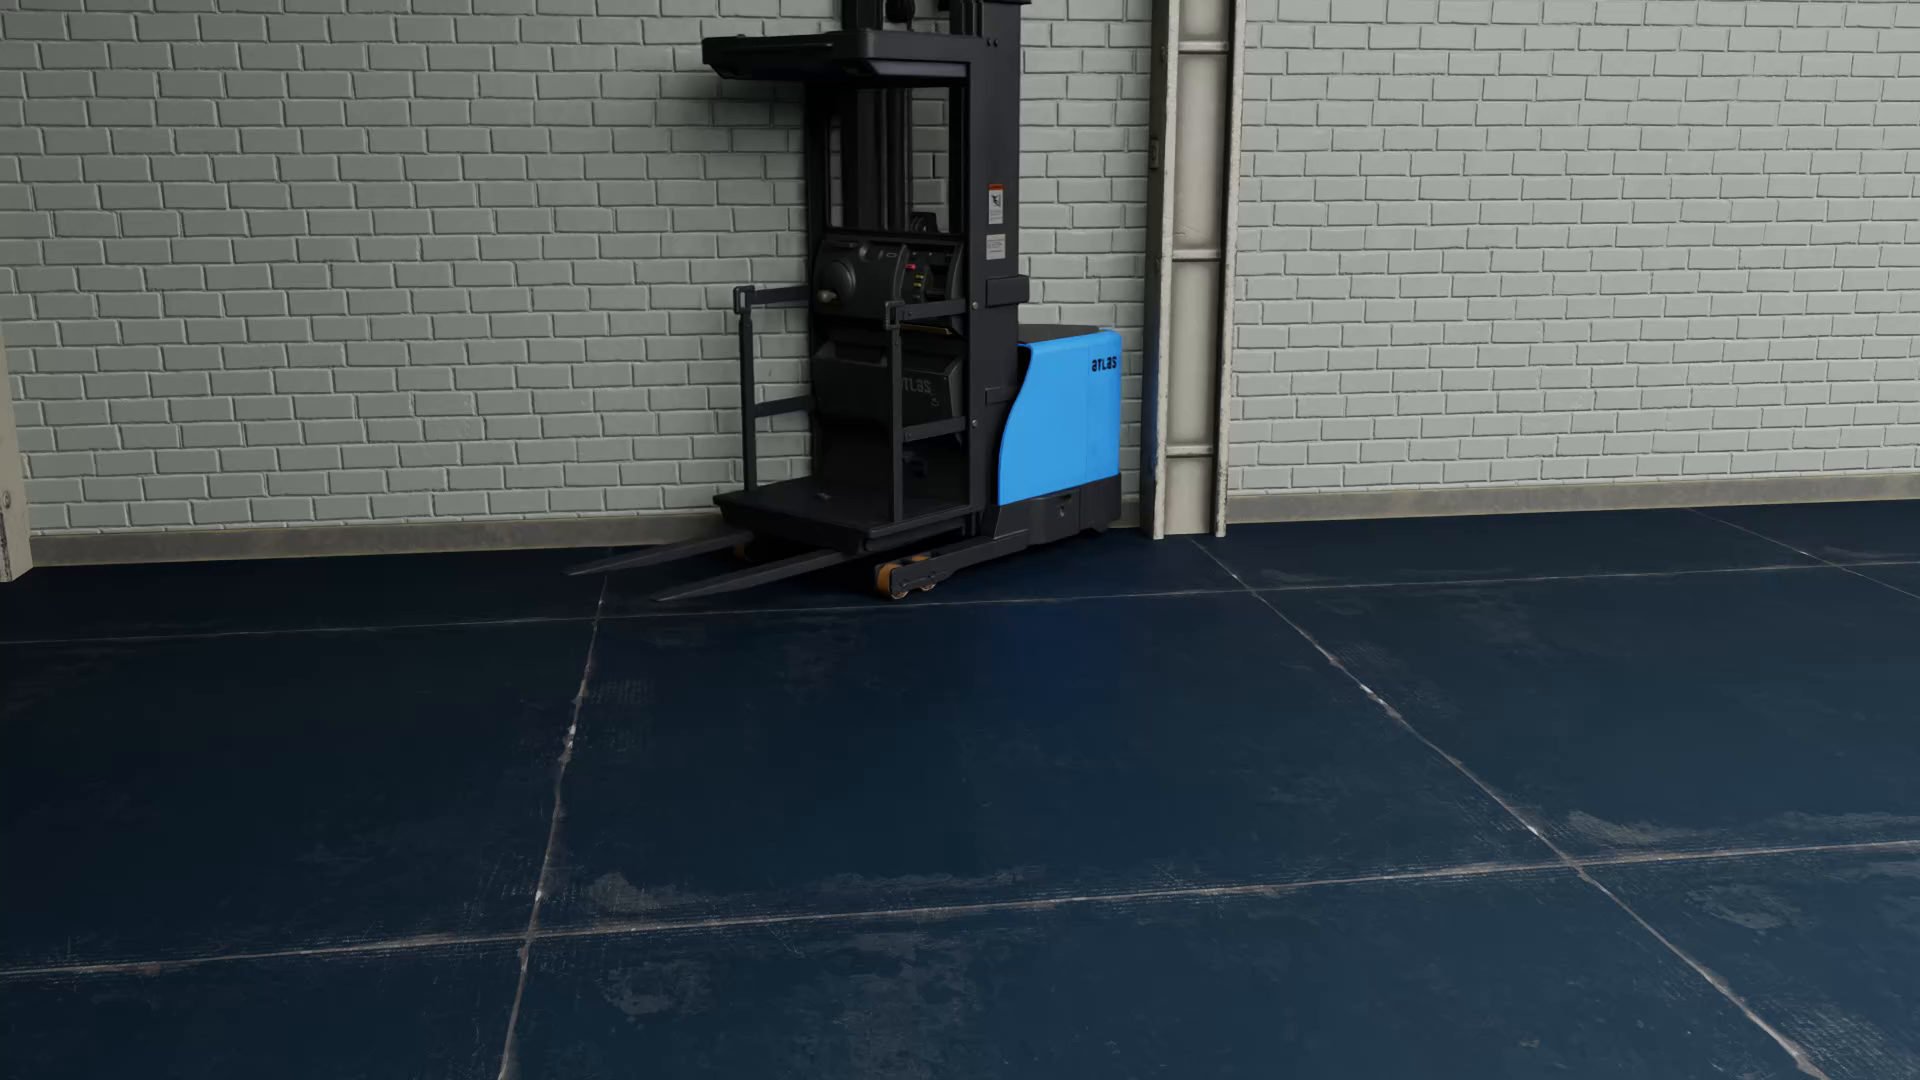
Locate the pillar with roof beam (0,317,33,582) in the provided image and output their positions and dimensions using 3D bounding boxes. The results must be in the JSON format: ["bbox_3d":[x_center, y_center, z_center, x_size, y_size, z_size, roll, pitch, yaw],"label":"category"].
[{"bbox_3d":[-4.104,-3.161,2.825,0.400,9.000,9.100,-2,14,-8],"label":"pillar with roof beam"}]

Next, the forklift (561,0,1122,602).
[{"bbox_3d":[-0.489,-1.286,7.826,1.130,2.935,3.031,12,18,40],"label":"forklift"}]

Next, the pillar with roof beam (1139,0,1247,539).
[{"bbox_3d":[1.829,-3.378,3.692,0.400,9.000,9.100,-2,14,-8],"label":"pillar with roof beam"}]
